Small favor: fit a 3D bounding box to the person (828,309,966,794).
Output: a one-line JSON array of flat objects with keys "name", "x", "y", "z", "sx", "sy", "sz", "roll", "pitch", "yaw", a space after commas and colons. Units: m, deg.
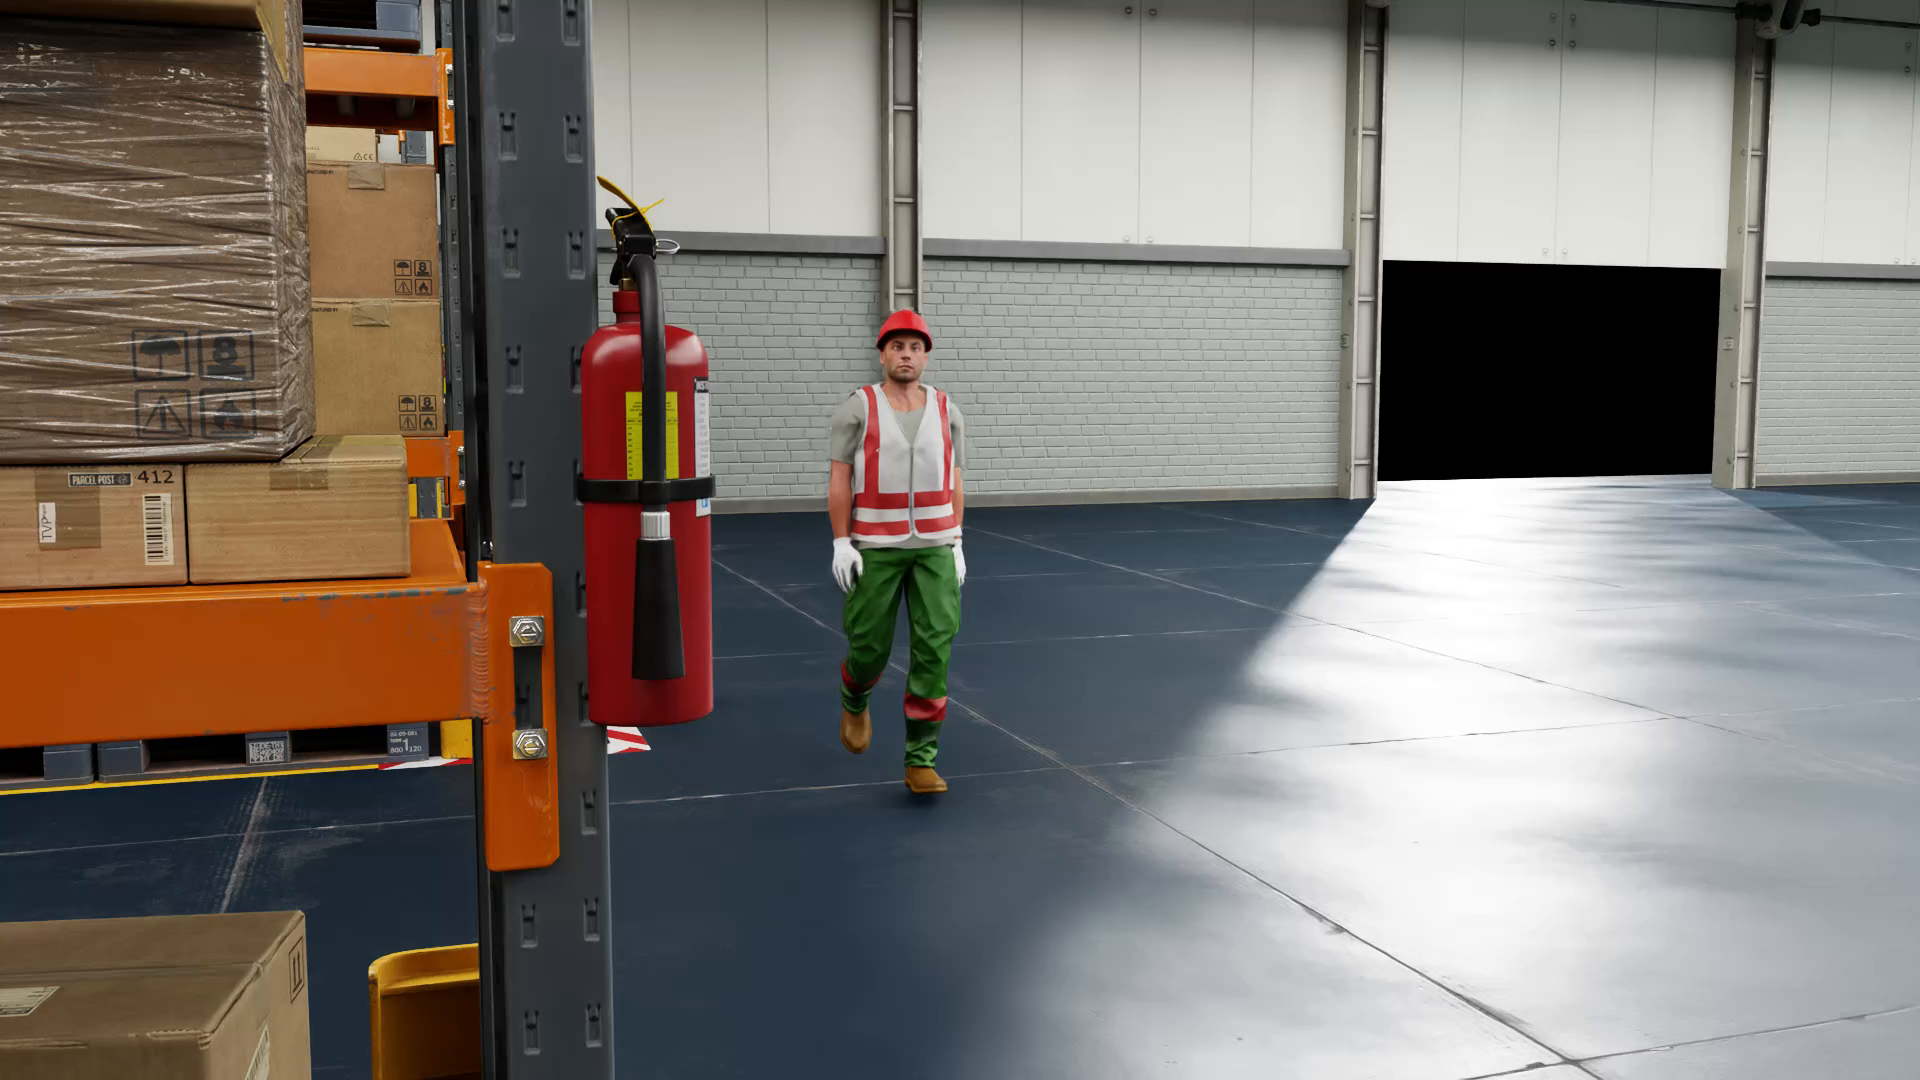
[{"name": "person", "x": -0.232, "y": 0.028, "z": 6.234, "sx": 0.537, "sy": 1.771, "sz": 0.745, "roll": -1, "pitch": 6, "yaw": -14}]
